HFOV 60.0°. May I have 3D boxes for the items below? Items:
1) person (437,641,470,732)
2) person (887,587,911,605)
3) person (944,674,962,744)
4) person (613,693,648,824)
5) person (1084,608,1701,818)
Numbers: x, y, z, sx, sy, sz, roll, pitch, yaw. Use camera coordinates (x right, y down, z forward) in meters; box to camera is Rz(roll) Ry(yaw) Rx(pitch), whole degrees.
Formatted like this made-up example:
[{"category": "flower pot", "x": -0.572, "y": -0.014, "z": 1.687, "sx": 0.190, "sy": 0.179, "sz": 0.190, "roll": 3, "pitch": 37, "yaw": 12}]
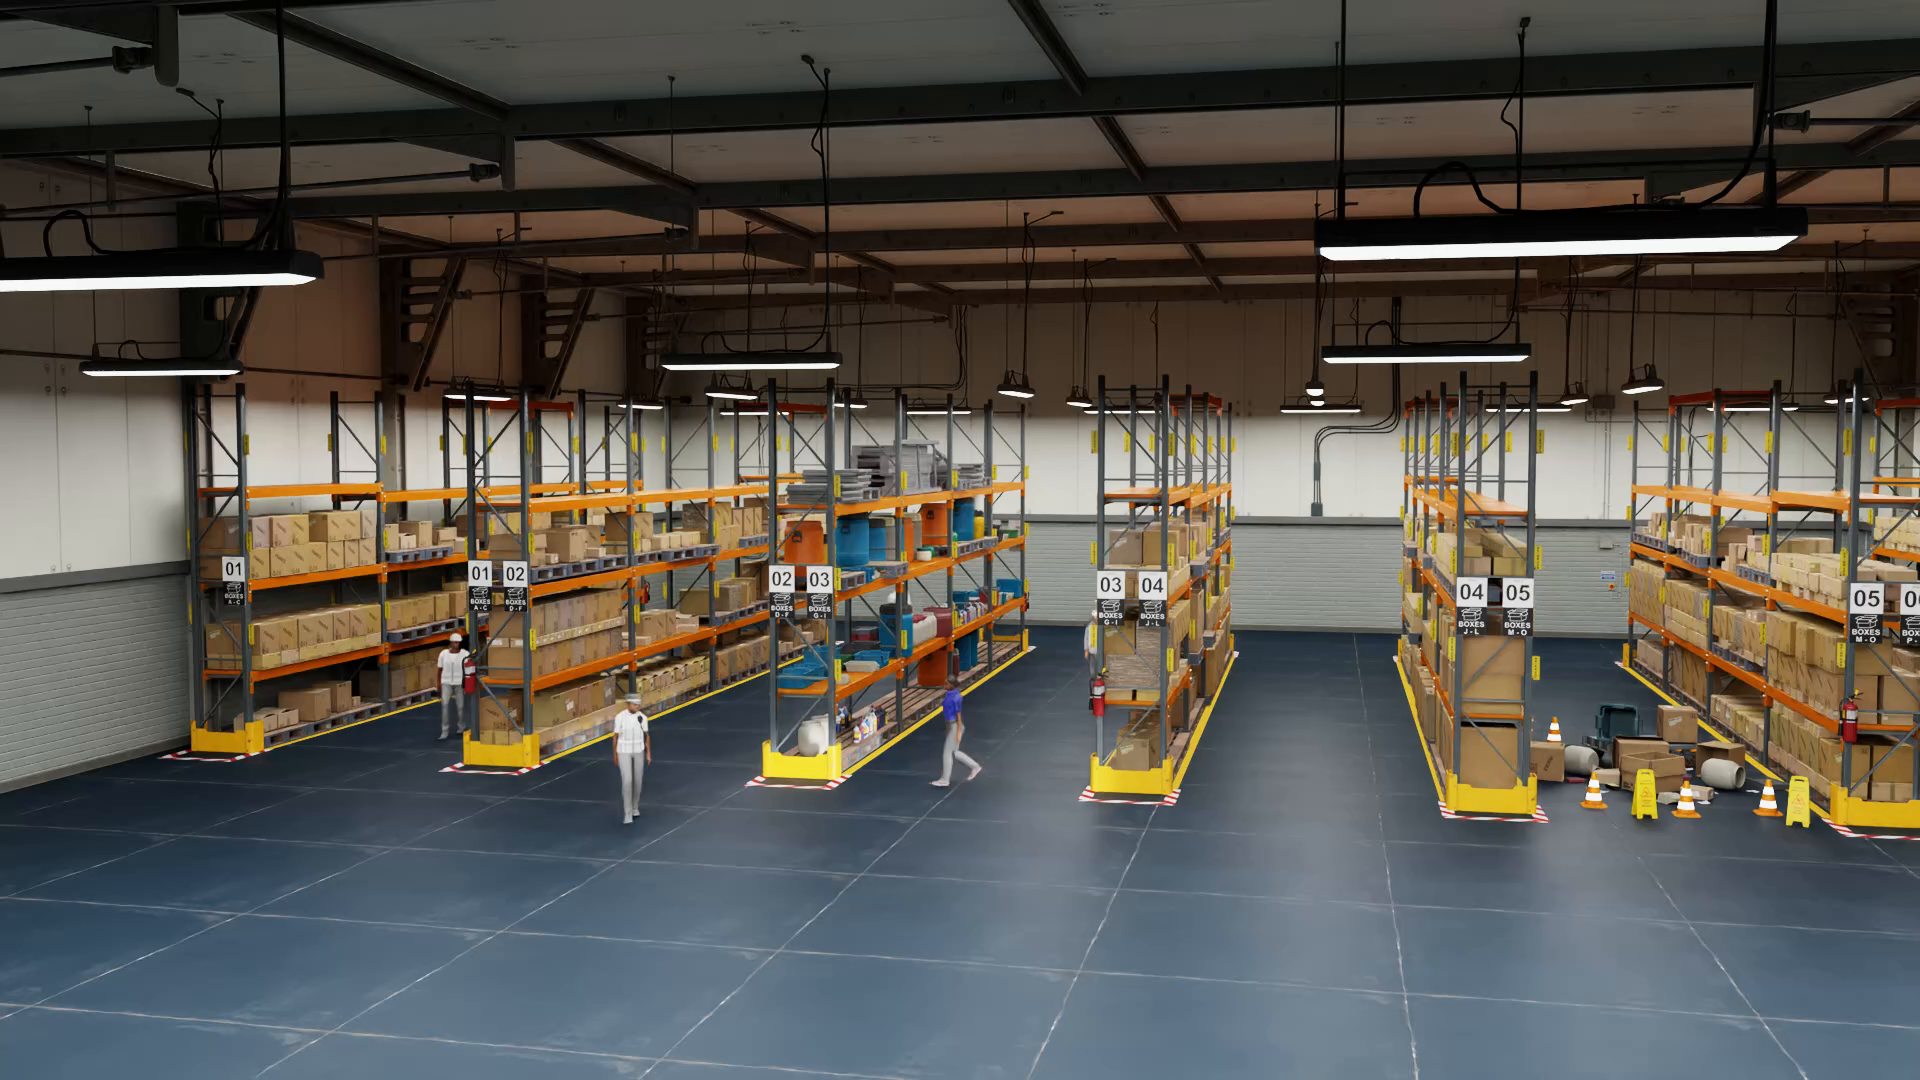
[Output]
[{"category": "person", "x": -8.727, "y": 2.520, "z": 28.668, "sx": 0.600, "sy": 1.531, "sz": 0.639, "roll": -1, "pitch": 3, "yaw": -12}, {"category": "person", "x": -1.478, "y": 1.826, "z": 39.428, "sx": 0.624, "sy": 1.653, "sz": 0.921, "roll": 0, "pitch": 3, "yaw": 8}, {"category": "person", "x": -0.109, "y": 2.475, "z": 24.441, "sx": 0.257, "sy": 0.984, "sz": 0.525, "roll": -1, "pitch": 3, "yaw": -11}, {"category": "person", "x": -4.363, "y": 2.913, "z": 22.269, "sx": 0.449, "sy": 1.694, "sz": 0.611, "roll": -2, "pitch": 4, "yaw": -28}, {"category": "person", "x": -1.927, "y": 0.718, "z": 22.525, "sx": 22.089, "sy": 6.000, "sz": 22.351, "roll": 1, "pitch": 4, "yaw": 24}]
